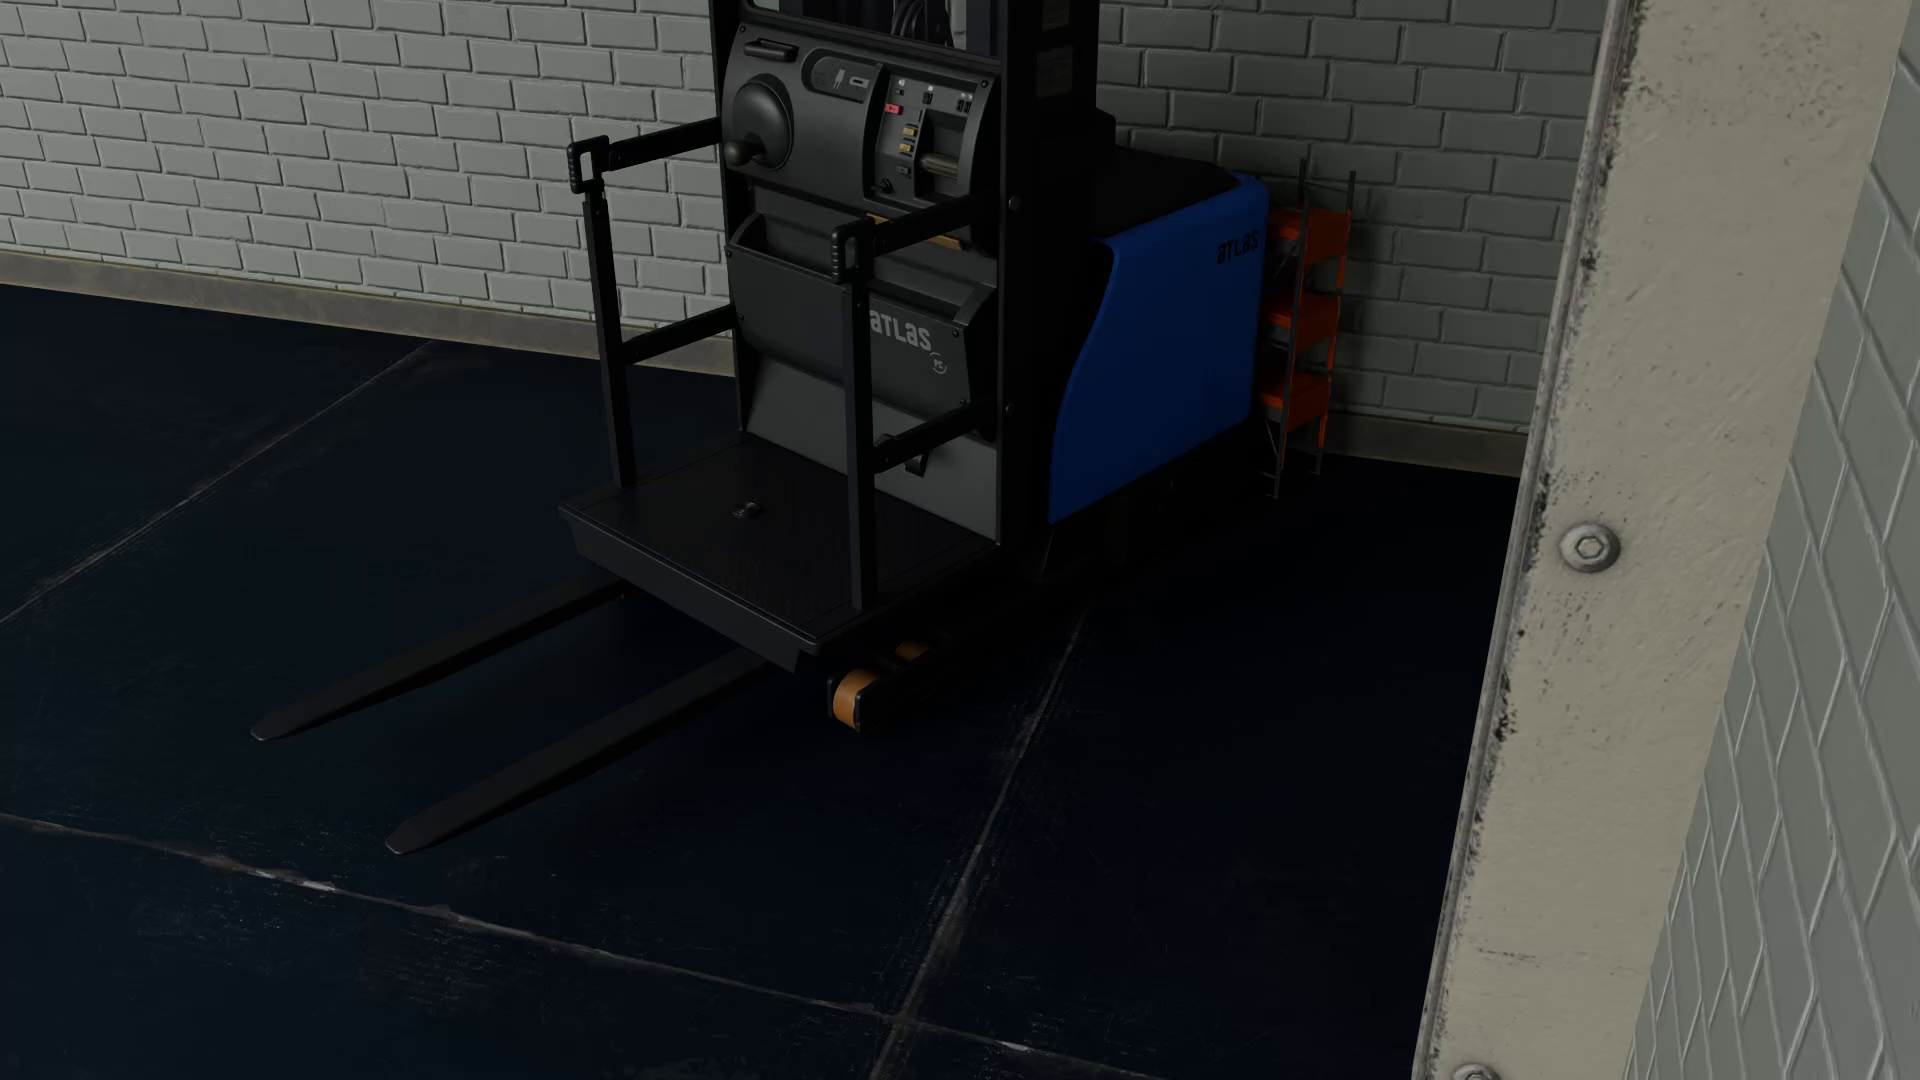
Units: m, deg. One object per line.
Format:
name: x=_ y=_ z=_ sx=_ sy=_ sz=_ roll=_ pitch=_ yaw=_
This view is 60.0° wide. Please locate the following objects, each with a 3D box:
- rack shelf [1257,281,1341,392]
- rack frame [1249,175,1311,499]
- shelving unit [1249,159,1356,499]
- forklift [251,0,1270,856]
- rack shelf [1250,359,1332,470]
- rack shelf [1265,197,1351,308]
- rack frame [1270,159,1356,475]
rack shelf: x=1.064 y=-0.661 z=5.380 sx=0.215 sy=0.259 sz=0.240 roll=26 pitch=38 yaw=38
rack frame: x=0.979 y=-0.628 z=5.299 sx=0.200 sy=1.050 sz=0.008 roll=26 pitch=38 yaw=38
shelving unit: x=1.064 y=-0.670 z=5.375 sx=0.215 sy=1.050 sz=0.252 roll=26 pitch=38 yaw=38
forklift: x=-0.423 y=-1.059 z=4.139 sx=1.130 sy=2.935 sz=3.031 roll=24 pitch=37 yaw=36
rack shelf: x=1.064 y=-0.418 z=5.515 sx=0.215 sy=0.259 sz=0.240 roll=26 pitch=38 yaw=38
rack shelf: x=1.064 y=-0.909 z=5.242 sx=0.215 sy=0.259 sz=0.240 roll=26 pitch=38 yaw=38
rack frame: x=1.150 y=-0.712 z=5.451 sx=0.200 sy=1.050 sz=0.008 roll=26 pitch=38 yaw=38
